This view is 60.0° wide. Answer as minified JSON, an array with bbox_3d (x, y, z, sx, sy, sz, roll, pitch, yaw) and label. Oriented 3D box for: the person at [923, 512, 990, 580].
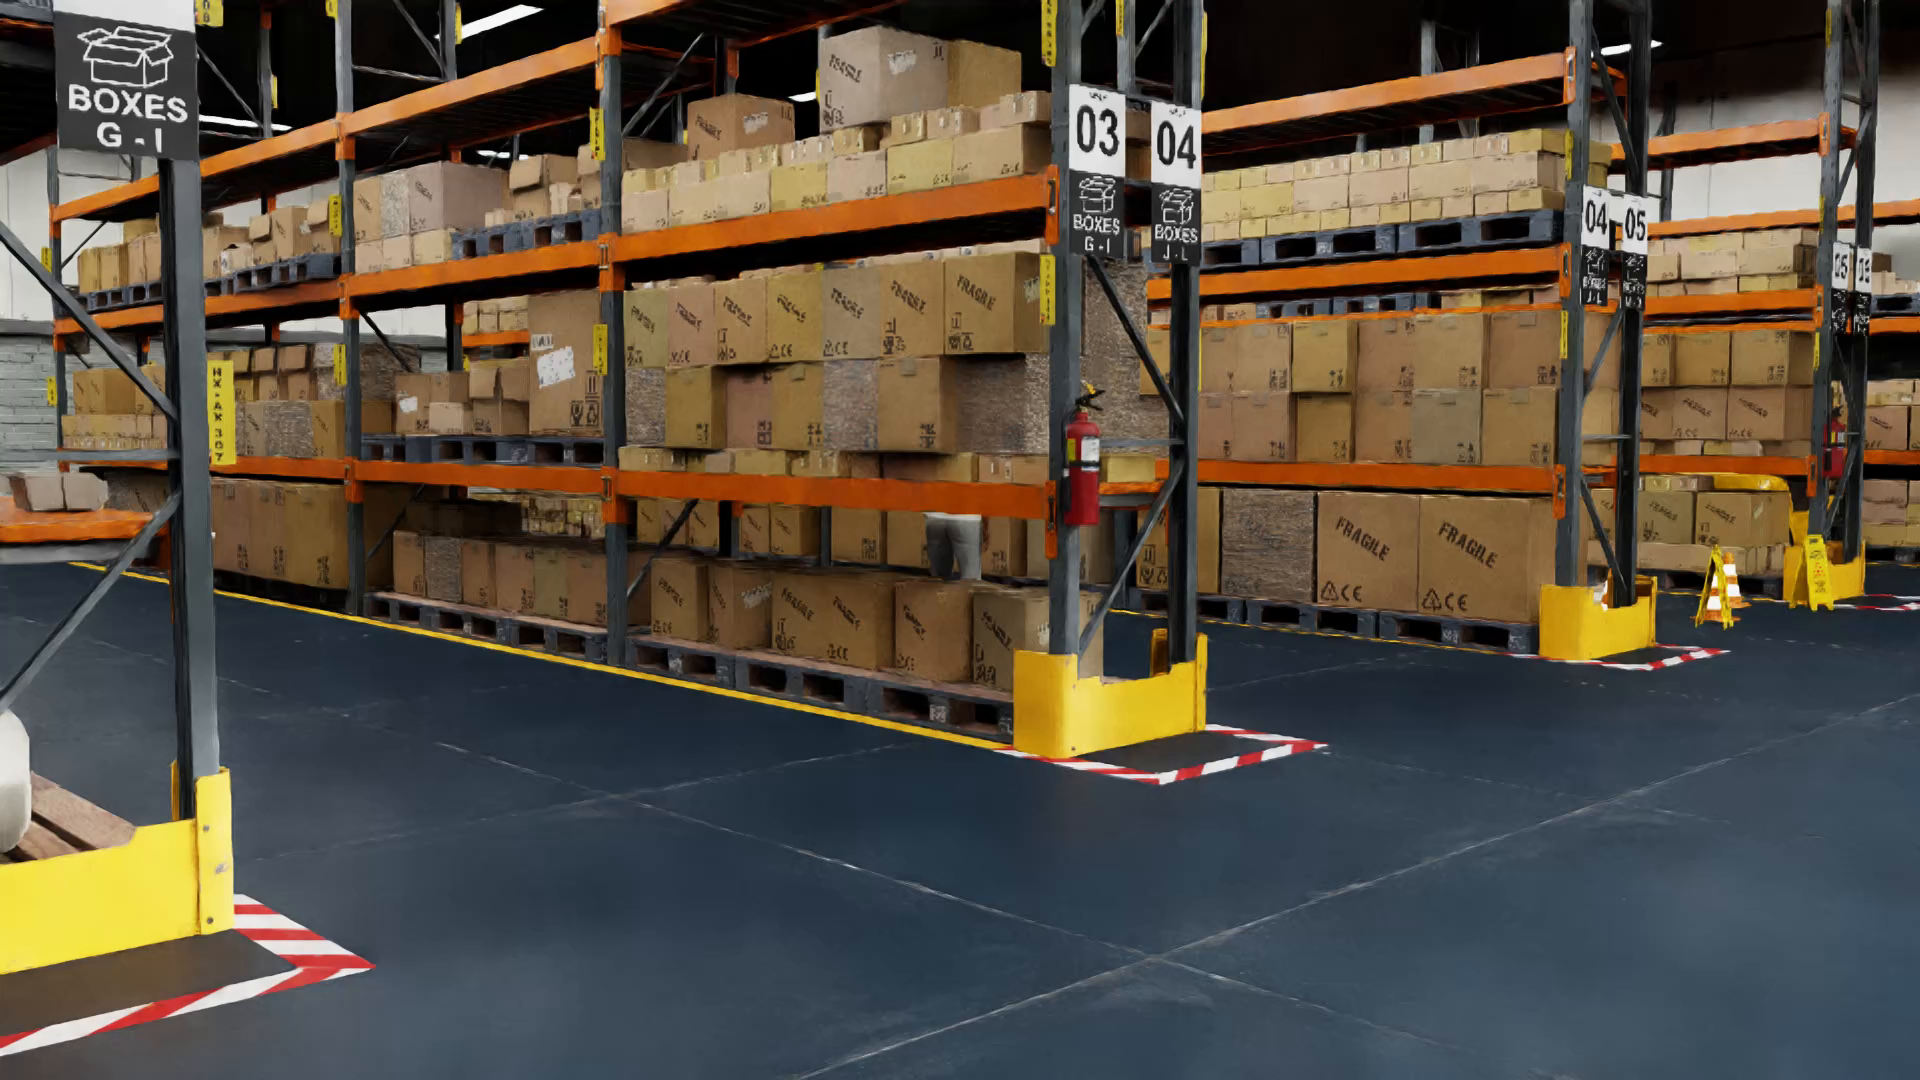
[{"bbox_3d":[0.006,-0.090,11.983,0.562,1.672,0.470,2,4,26],"label":"person"}]
